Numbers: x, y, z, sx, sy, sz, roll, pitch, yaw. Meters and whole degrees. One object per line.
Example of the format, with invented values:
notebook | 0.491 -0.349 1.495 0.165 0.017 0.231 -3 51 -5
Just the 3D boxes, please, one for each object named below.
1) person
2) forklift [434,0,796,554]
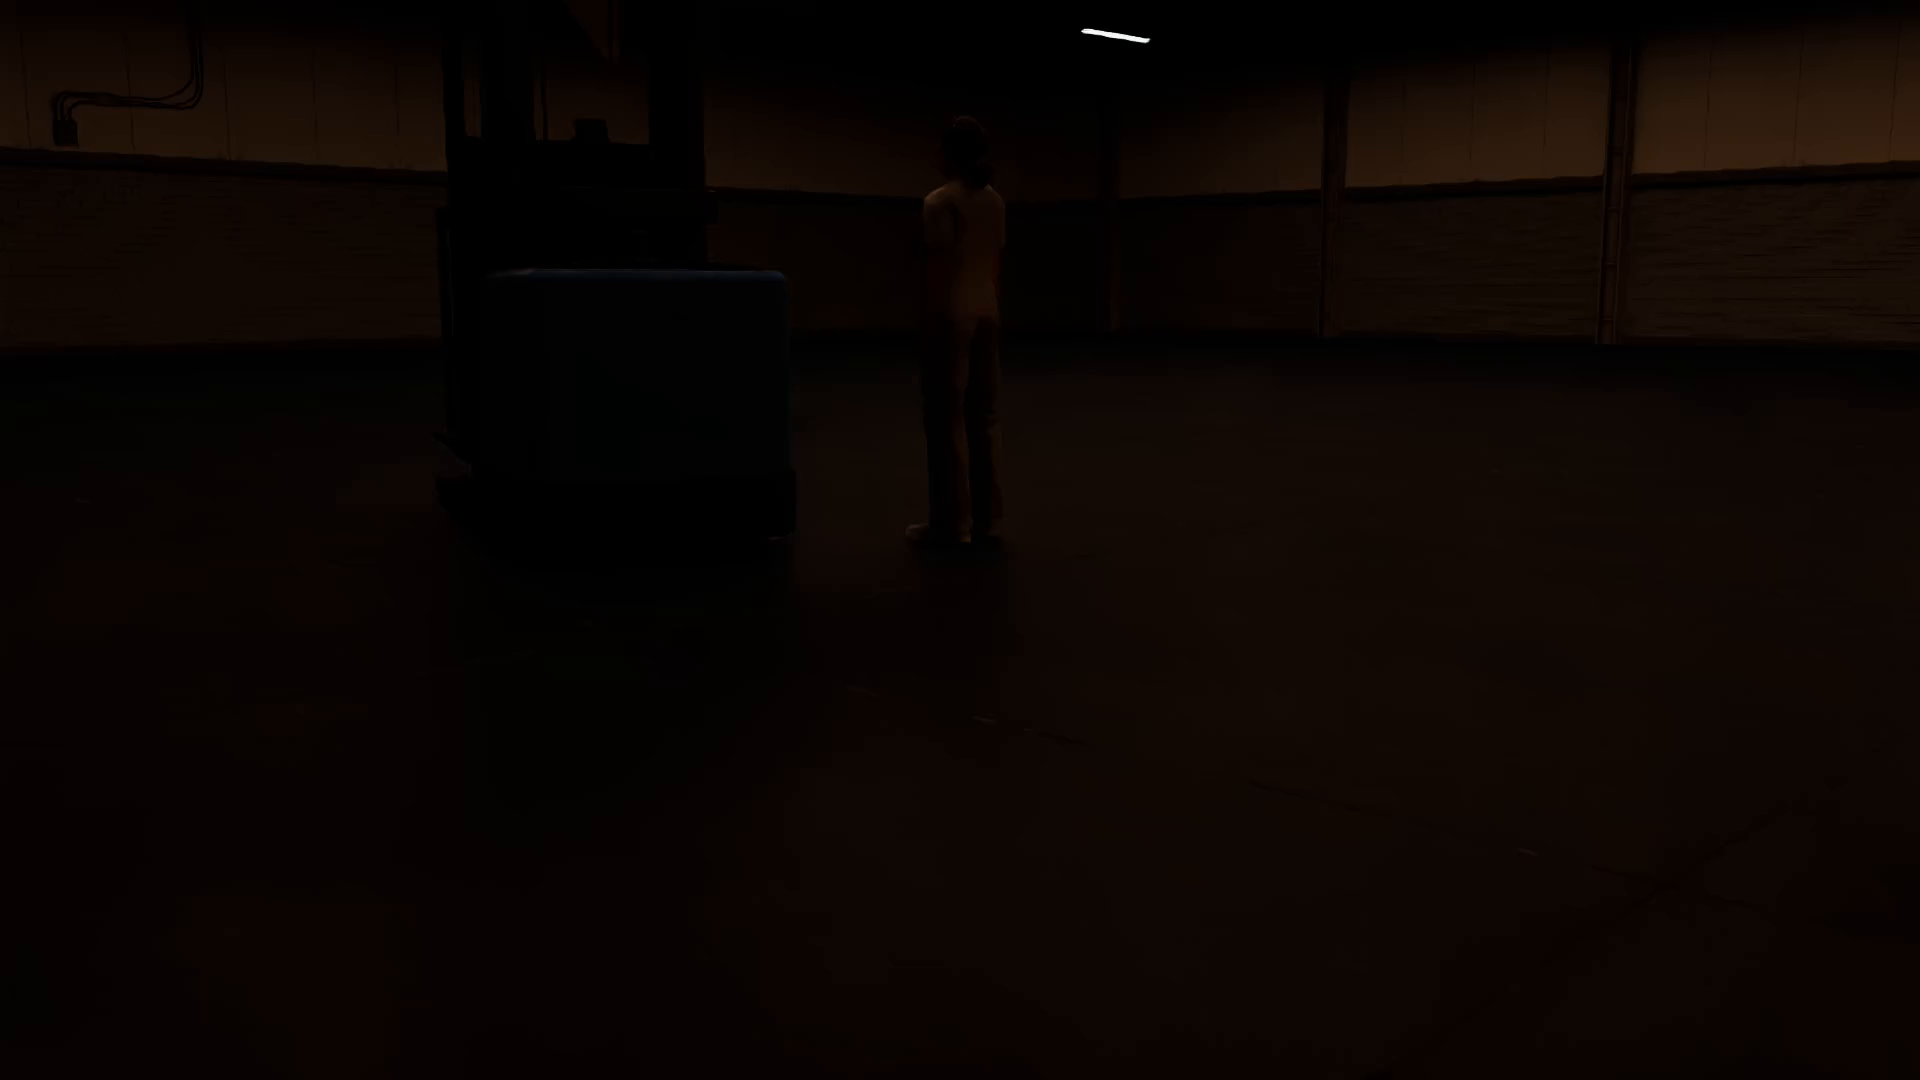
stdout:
person | -0.007 -0.828 6.598 0.365 1.673 0.432 8 12 43
forklift | -1.741 -1.577 7.345 1.130 2.935 3.031 -4 10 -26
